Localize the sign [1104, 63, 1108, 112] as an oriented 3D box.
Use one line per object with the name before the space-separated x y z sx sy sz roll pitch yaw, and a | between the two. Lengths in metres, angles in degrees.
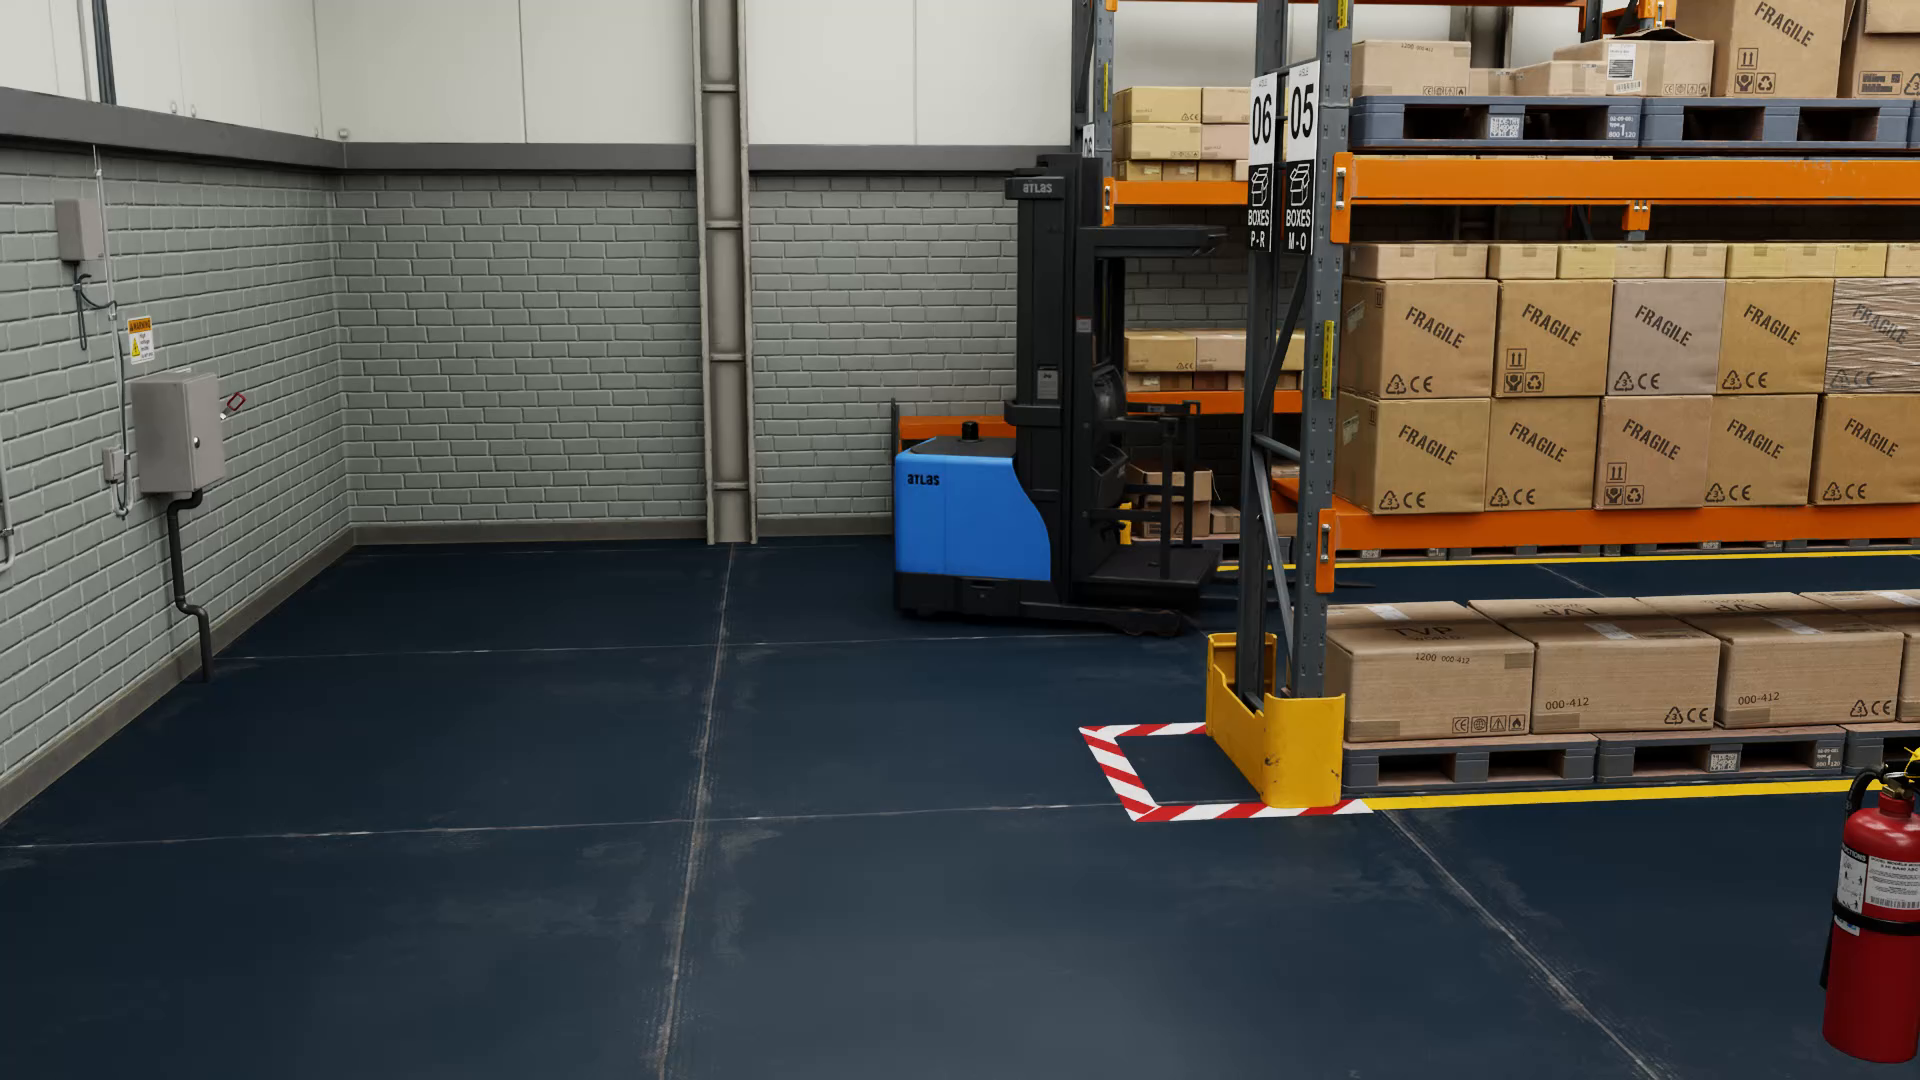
sign | 1.012 -3.149 11.569 0.005 0.325 0.100 -1 11 -6

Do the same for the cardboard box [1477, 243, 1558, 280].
cardboard box | 2.399 -1.216 7.243 0.250 0.149 0.380 -1 11 -4

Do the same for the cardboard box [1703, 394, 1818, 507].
cardboard box | 3.505 -0.441 7.578 0.500 0.500 0.500 -1 11 -4

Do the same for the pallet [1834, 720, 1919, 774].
pallet | 4.705 0.885 8.319 1.213 0.211 1.003 -1 11 -6

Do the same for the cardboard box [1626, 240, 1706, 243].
cardboard box | 3.354 -1.344 7.894 0.250 0.149 0.380 -1 11 -4

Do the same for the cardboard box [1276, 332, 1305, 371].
cardboard box | 2.438 -1.405 12.354 0.500 0.250 0.500 -1 11 -7

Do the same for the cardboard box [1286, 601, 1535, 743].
cardboard box | 2.138 0.617 8.005 0.875 0.438 0.875 -2 11 -8

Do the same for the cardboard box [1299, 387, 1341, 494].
cardboard box | 1.944 -0.511 7.930 0.500 0.500 0.500 -1 11 -6

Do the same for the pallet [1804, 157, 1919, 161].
pallet | 6.616 -2.838 12.739 1.003 0.211 1.213 -1 11 -6

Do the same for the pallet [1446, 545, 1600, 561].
pallet | 4.247 -0.053 13.093 1.213 0.211 1.003 -1 11 -6

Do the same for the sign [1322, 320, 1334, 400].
sign | 1.547 -0.758 6.998 0.005 0.325 0.100 -1 11 -6

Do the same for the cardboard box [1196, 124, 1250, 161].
cardboard box | 1.927 -2.868 12.023 0.500 0.250 0.500 -1 11 -5

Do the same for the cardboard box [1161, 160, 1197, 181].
cardboard box | 1.553 -2.674 12.068 0.250 0.149 0.380 -1 11 -5

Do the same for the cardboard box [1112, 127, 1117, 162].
cardboard box | 1.366 -2.958 12.481 0.500 0.250 0.500 -1 11 -7

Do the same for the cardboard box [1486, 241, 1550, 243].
cardboard box | 2.580 -1.333 7.842 0.250 0.149 0.380 -1 11 -5

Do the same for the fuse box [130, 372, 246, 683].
fuse box | -4.192 -0.053 9.199 0.414 1.711 0.539 -1 11 -6

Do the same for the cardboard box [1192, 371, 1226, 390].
cardboard box | 1.815 -1.210 12.398 0.250 0.149 0.380 -1 11 -7

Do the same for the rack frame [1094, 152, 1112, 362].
rack frame | 0.953 -1.353 12.472 0.127 3.000 1.000 -1 11 -6

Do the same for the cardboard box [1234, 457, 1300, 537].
cardboard box | 2.425 -0.337 12.698 0.500 0.500 0.700 -1 11 -4

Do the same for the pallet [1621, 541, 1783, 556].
pallet | 5.734 -0.092 13.288 1.213 0.211 1.003 -1 11 -6

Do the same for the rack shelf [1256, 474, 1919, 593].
rack shelf | 3.481 -0.089 7.912 4.000 0.370 1.077 -1 11 -6

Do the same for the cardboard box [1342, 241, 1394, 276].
cardboard box | 1.828 -1.305 7.696 0.250 0.149 0.380 -1 11 -5

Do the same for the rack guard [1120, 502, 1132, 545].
rack guard | 1.029 -0.128 12.722 0.348 0.500 1.175 -1 11 -6

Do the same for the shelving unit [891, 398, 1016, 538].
shelving unit | -0.006 -0.552 13.258 1.048 1.125 0.538 -1 11 -6

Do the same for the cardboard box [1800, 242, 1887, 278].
cardboard box | 3.920 -1.260 7.469 0.250 0.149 0.380 -1 11 -7

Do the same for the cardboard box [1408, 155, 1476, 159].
cardboard box | 3.451 -2.901 12.189 0.500 0.250 0.500 -1 11 -5

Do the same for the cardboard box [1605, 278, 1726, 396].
cardboard box | 3.025 -0.920 7.421 0.500 0.500 0.500 -1 11 -7

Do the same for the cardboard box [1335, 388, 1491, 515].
cardboard box | 2.001 -0.405 7.392 0.500 0.500 0.500 -1 11 -7

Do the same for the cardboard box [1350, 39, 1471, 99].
cardboard box | 1.931 -2.081 7.441 0.500 0.250 0.500 -2 11 -11

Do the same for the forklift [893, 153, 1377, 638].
forklift | 1.143 -0.948 10.591 3.031 2.935 1.130 3 12 15

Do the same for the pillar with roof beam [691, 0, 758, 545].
pillar with roof beam | -1.360 -3.587 8.288 0.400 9.000 9.100 -1 11 -6

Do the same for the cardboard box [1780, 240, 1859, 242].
cardboard box | 4.104 -1.370 8.028 0.250 0.149 0.380 -2 11 -8

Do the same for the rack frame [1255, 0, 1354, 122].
rack frame | 1.493 -3.344 7.052 0.127 3.000 1.000 -1 11 -6

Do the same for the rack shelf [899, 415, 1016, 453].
rack shelf | -0.006 -0.839 13.201 1.000 0.278 0.538 -1 11 -6

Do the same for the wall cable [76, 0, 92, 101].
wall cable | -4.210 -3.316 6.909 0.029 3.000 2.355 -1 11 -6

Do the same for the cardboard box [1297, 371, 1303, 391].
cardboard box | 2.596 -1.201 12.352 0.250 0.149 0.380 -2 11 -8

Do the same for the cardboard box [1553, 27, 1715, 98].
cardboard box | 2.986 -2.106 7.410 0.500 0.311 0.500 -1 11 -5

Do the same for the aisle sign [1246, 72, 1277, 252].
aisle sign | 1.388 -1.734 7.675 0.004 0.787 0.394 -1 11 -6

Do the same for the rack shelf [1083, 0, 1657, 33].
rack shelf | 2.941 -3.983 12.175 4.000 0.370 1.077 -1 11 -6

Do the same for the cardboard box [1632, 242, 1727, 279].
cardboard box | 3.167 -1.237 7.353 0.250 0.149 0.380 -1 11 -6

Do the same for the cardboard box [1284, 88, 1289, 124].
cardboard box | 2.427 -3.123 12.025 0.500 0.250 0.500 -1 11 -7

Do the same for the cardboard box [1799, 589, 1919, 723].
cardboard box | 4.834 0.559 8.299 0.875 0.438 0.875 -1 11 -7

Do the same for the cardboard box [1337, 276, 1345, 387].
cardboard box | 1.946 -0.996 7.808 0.500 0.500 0.500 -1 11 -4

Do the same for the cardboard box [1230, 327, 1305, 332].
cardboard box | 2.387 -1.505 12.867 0.500 0.250 0.500 -1 11 -4
